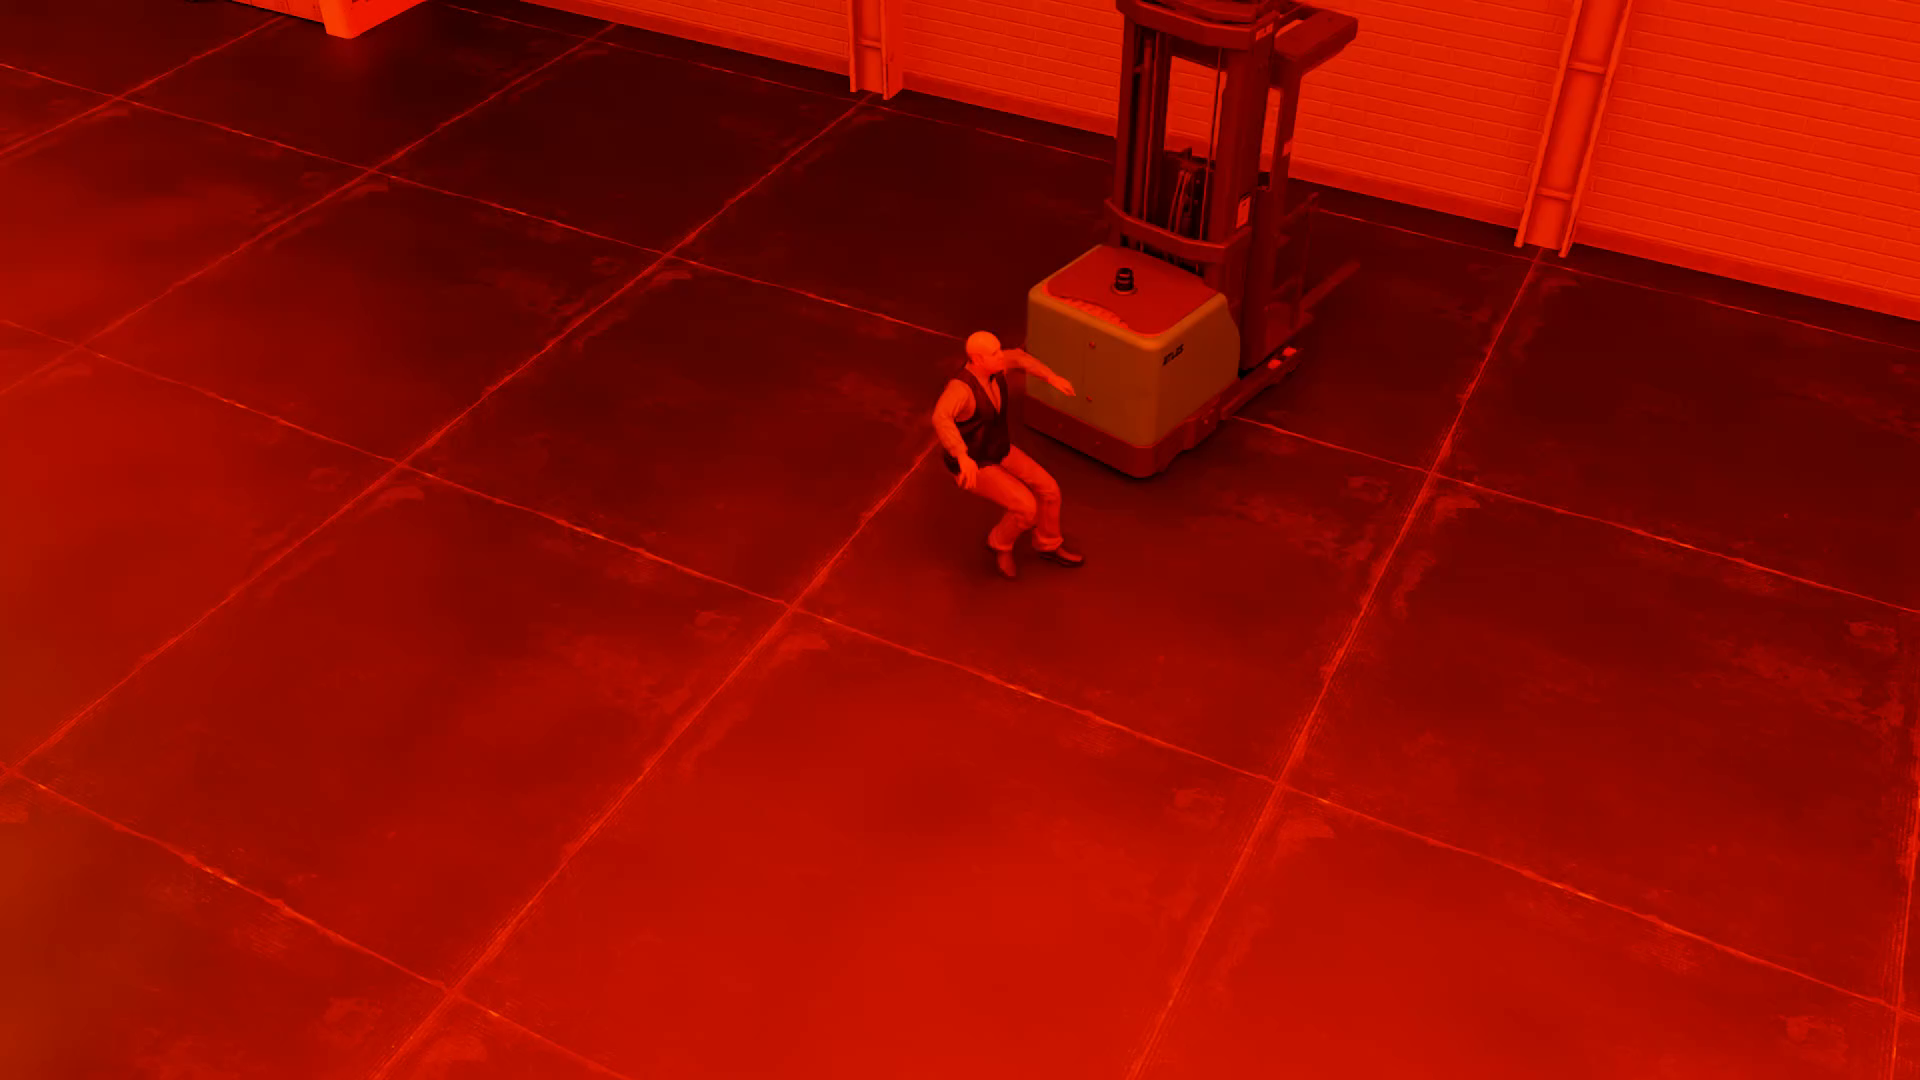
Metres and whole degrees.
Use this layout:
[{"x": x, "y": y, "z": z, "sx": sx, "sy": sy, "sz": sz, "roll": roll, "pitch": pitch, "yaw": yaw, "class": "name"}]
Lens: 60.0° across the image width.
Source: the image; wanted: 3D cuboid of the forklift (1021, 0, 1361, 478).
[{"x": 1.746, "y": -2.398, "z": 10.834, "sx": 1.130, "sy": 2.935, "sz": 3.031, "roll": 29, "pitch": 48, "yaw": 30, "class": "forklift"}]

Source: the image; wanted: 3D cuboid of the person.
[{"x": 0.322, "y": -0.484, "z": 9.651, "sx": 0.856, "sy": 1.538, "sz": 1.130, "roll": 19, "pitch": 44, "yaw": 21, "class": "person"}]
